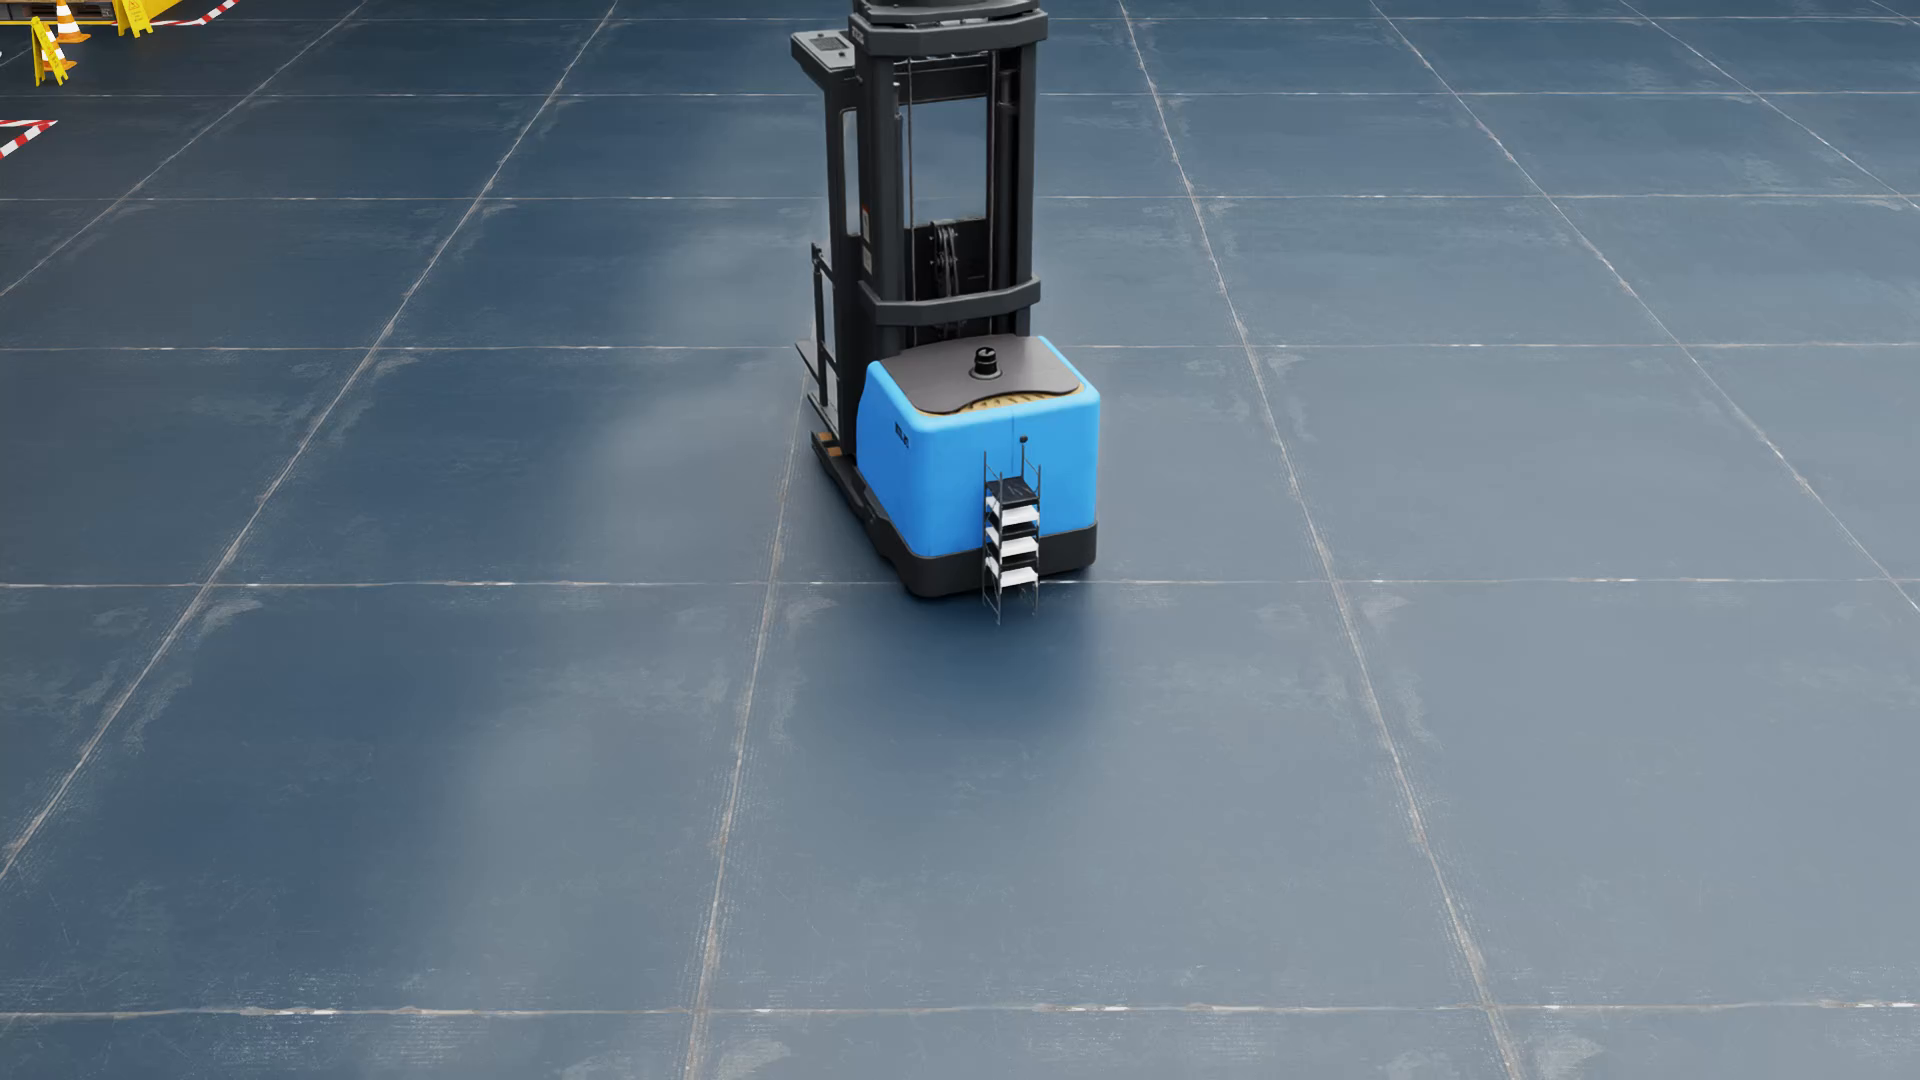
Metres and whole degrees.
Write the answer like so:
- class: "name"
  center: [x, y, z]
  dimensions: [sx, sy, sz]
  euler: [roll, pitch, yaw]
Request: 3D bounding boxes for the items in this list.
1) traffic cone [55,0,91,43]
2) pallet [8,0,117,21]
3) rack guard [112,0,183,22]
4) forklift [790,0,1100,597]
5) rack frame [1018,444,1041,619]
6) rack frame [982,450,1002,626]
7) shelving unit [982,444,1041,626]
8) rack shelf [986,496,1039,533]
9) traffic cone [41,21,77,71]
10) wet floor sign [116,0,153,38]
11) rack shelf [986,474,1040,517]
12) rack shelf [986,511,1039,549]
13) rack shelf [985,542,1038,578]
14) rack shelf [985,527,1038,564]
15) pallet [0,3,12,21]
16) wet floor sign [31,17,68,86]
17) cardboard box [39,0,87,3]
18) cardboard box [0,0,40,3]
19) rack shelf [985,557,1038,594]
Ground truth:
- class: "traffic cone"
  center: [-9.813, -5.729, 18.247]
  dimensions: [0.334, 0.463, 0.336]
  euler: [0, 31, 0]
- class: "pallet"
  center: [-10.279, -6.308, 19.443]
  dimensions: [1.213, 0.211, 1.003]
  euler: [0, 31, 0]
- class: "rack guard"
  center: [-9.467, -6.416, 19.342]
  dimensions: [0.348, 0.500, 1.175]
  euler: [0, 31, 0]
- class: "forklift"
  center: [-0.253, -1.710, 9.242]
  dimensions: [1.130, 2.935, 3.031]
  euler: [-11, 33, -17]
- class: "rack frame"
  center: [0.352, -0.037, 8.443]
  dimensions: [0.006, 0.900, 0.240]
  euler: [-11, 33, -17]
- class: "rack frame"
  center: [0.161, -0.001, 8.383]
  dimensions: [0.006, 0.900, 0.240]
  euler: [-11, 33, -17]
- class: "shelving unit"
  center: [0.256, -0.019, 8.413]
  dimensions: [0.210, 0.900, 0.258]
  euler: [-11, 33, -17]
- class: "rack shelf"
  center: [0.257, -0.144, 8.337]
  dimensions: [0.200, 0.077, 0.258]
  euler: [-11, 33, -17]
- class: "traffic cone"
  center: [-9.466, -5.155, 17.300]
  dimensions: [0.334, 0.463, 0.336]
  euler: [0, 31, 0]
- class: "wet floor sign"
  center: [-9.194, -5.924, 18.391]
  dimensions: [0.232, 0.644, 0.267]
  euler: [10, 33, 17]
- class: "rack shelf"
  center: [0.257, -0.221, 8.290]
  dimensions: [0.200, 0.077, 0.258]
  euler: [-11, 33, -17]
- class: "rack shelf"
  center: [0.257, -0.068, 8.384]
  dimensions: [0.200, 0.077, 0.258]
  euler: [-11, 33, -17]
- class: "rack shelf"
  center: [0.256, 0.086, 8.478]
  dimensions: [0.200, 0.077, 0.258]
  euler: [-11, 33, -17]
- class: "rack shelf"
  center: [0.256, 0.009, 8.431]
  dimensions: [0.200, 0.077, 0.258]
  euler: [-11, 33, -17]
- class: "pallet"
  center: [-11.496, -6.306, 19.439]
  dimensions: [1.213, 0.211, 1.003]
  euler: [0, 31, 0]
- class: "wet floor sign"
  center: [-9.243, -4.938, 16.766]
  dimensions: [0.232, 0.644, 0.267]
  euler: [-5, 32, -9]
- class: "cardboard box"
  center: [-10.221, -6.346, 19.064]
  dimensions: [0.500, 0.250, 0.500]
  euler: [0, 31, -1]
- class: "cardboard box"
  center: [-10.715, -6.349, 19.068]
  dimensions: [0.500, 0.250, 0.500]
  euler: [0, 31, 0]
- class: "rack shelf"
  center: [0.256, 0.163, 8.525]
  dimensions: [0.200, 0.077, 0.258]
  euler: [-11, 33, -17]
